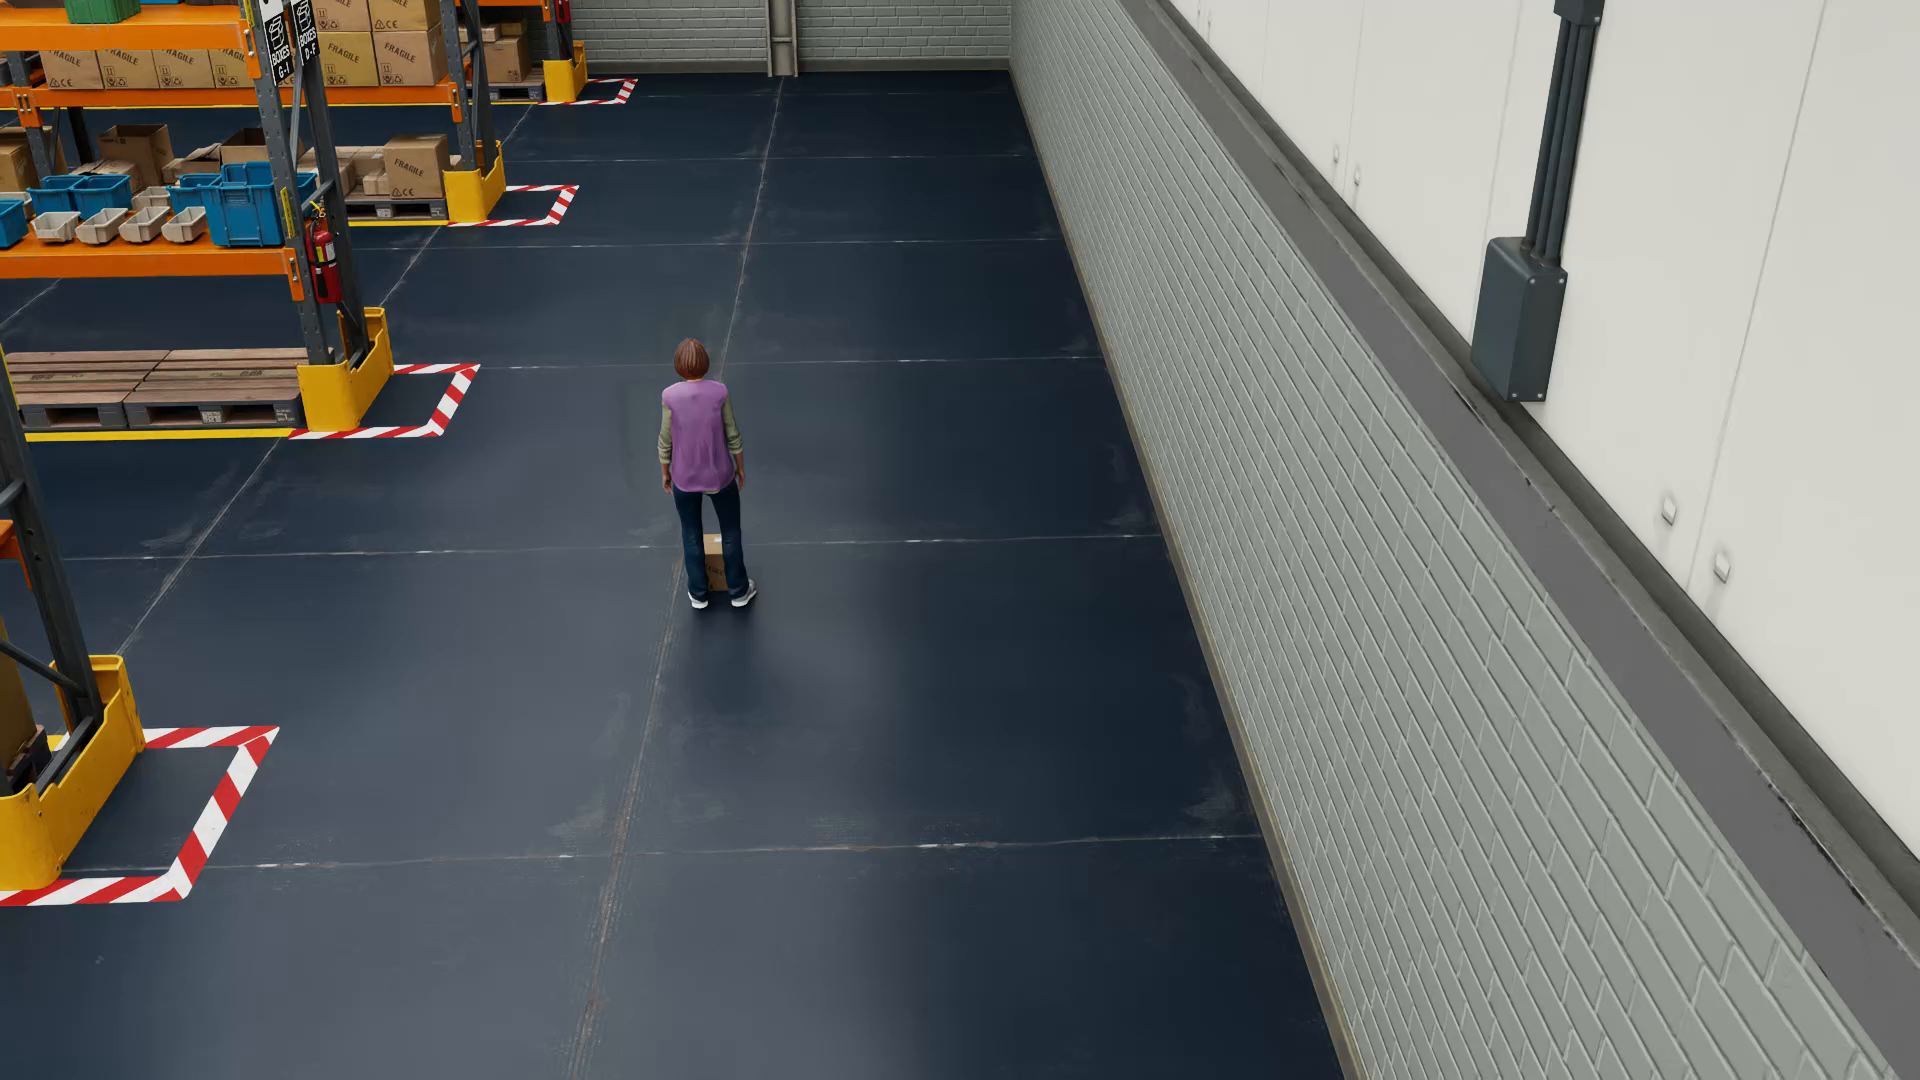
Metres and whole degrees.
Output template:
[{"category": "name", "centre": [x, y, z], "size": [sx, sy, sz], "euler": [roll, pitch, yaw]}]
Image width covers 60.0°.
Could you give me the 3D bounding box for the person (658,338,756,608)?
[{"category": "person", "centre": [-1.426, -0.343, 9.290], "size": [0.483, 1.582, 0.340], "euler": [-3, 28, -5]}]
